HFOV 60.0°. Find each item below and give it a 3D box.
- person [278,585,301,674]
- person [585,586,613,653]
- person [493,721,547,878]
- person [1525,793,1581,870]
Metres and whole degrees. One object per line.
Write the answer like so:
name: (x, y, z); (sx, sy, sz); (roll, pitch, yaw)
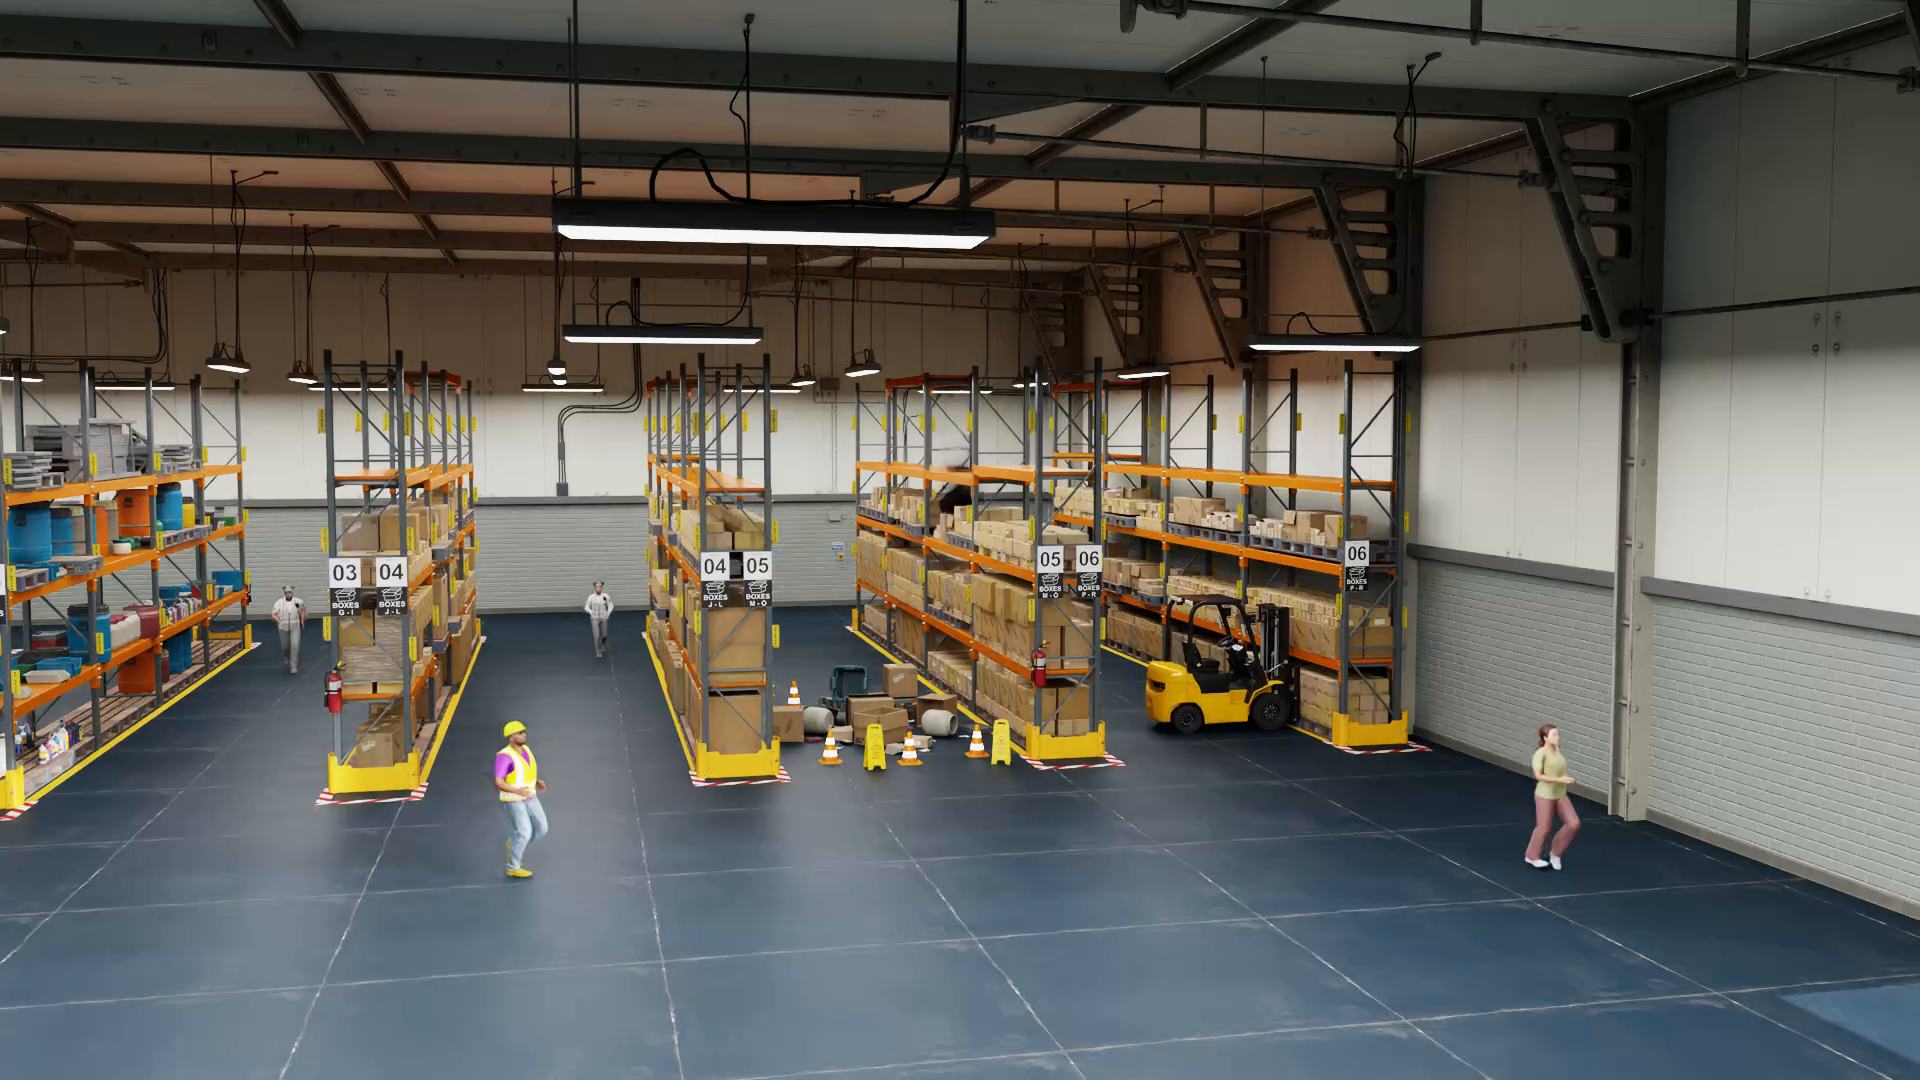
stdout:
person: (-13.586, 1.779, 33.678); (0.426, 1.767, 0.950); (-2, 4, -21)
person: (-7.734, 1.686, 35.676); (0.610, 1.539, 0.516); (-1, 4, -15)
person: (-4.863, 2.862, 18.420); (0.587, 1.723, 0.747); (1, 4, 20)
person: (6.600, 3.204, 18.597); (0.350, 0.987, 0.625); (-2, 5, -28)
